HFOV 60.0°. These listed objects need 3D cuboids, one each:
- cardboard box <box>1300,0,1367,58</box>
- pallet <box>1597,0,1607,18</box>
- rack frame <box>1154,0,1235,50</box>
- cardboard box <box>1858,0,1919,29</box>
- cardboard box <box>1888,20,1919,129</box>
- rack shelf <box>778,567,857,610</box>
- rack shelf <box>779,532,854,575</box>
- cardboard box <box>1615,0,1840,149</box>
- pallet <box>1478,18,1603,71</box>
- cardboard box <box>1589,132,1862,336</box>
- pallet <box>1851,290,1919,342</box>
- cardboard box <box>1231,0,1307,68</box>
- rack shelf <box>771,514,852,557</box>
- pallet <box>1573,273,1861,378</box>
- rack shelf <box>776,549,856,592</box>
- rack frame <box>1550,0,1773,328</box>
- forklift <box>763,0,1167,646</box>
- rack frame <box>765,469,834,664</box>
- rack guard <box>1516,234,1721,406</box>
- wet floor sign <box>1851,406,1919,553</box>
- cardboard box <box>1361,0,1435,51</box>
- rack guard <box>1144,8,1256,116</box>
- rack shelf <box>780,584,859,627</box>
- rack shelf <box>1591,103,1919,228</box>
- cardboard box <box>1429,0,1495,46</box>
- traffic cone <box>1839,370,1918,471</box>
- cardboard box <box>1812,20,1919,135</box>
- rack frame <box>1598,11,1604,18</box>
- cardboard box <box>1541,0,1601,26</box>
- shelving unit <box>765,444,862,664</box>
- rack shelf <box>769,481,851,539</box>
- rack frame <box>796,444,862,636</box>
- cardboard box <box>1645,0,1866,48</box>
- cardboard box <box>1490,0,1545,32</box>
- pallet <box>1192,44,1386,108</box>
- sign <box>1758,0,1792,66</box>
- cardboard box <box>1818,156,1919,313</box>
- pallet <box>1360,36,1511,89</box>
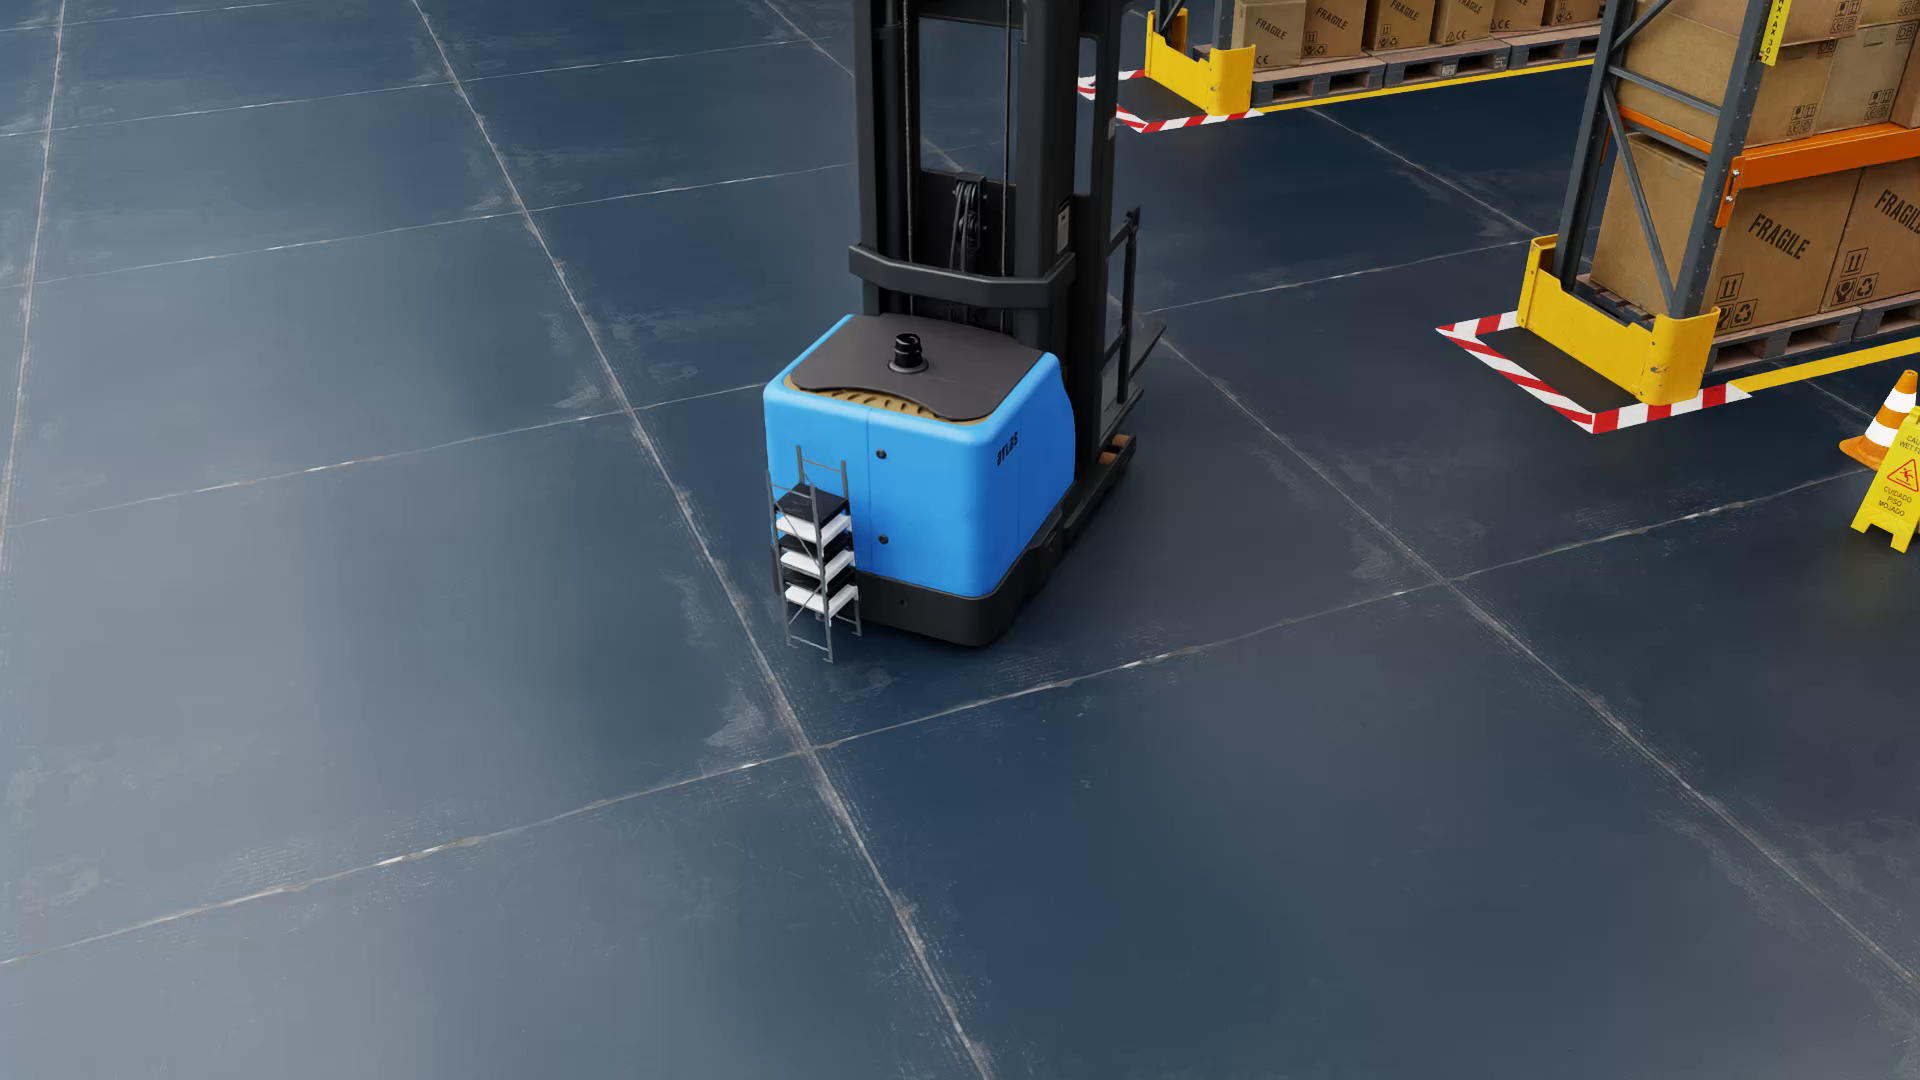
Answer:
[{"bbox_3d":[2.923,-4.203,13.366,0.500,0.500,0.500,-4,33,-6],"label":"cardboard box"},{"bbox_3d":[6.209,-4.649,14.701,1.213,0.211,1.003,-13,35,-19],"label":"pallet"},{"bbox_3d":[1.803,-4.808,12.389,0.127,3.000,1.000,-13,35,-19],"label":"rack frame"},{"bbox_3d":[4.459,-3.029,8.528,0.550,0.550,0.875,-13,35,-19],"label":"cardboard box"},{"bbox_3d":[5.018,-2.639,8.917,0.550,0.550,0.875,-13,35,-19],"label":"cardboard box"},{"bbox_3d":[-0.588,0.166,6.883,0.258,0.077,0.200,19,42,26],"label":"rack shelf"},{"bbox_3d":[-0.594,0.022,6.776,0.258,0.077,0.200,19,42,26],"label":"rack shelf"},{"bbox_3d":[3.955,-2.456,8.637,0.550,0.550,0.875,-13,35,-19],"label":"cardboard box"},{"bbox_3d":[4.886,-4.324,14.202,1.213,0.211,1.003,-13,35,-19],"label":"pallet"},{"bbox_3d":[4.230,-1.754,9.259,0.875,0.875,0.875,-13,35,-19],"label":"cardboard box"},{"bbox_3d":[5.460,-1.587,9.996,1.213,0.211,1.003,-13,35,-19],"label":"pallet"},{"bbox_3d":[2.385,-4.060,13.146,0.500,0.500,0.500,-7,34,-10],"label":"cardboard box"},{"bbox_3d":[-0.598,-0.051,6.723,0.258,0.077,0.200,19,42,26],"label":"rack shelf"},{"bbox_3d":[4.337,-1.332,9.603,1.213,0.211,1.003,-13,35,-19],"label":"pallet"},{"bbox_3d":[-0.591,0.094,6.830,0.258,0.077,0.200,19,42,26],"label":"rack shelf"},{"bbox_3d":[3.630,-2.292,8.523,0.127,3.000,1.000,-13,35,-19],"label":"rack frame"},{"bbox_3d":[0.233,-1.578,7.487,1.130,2.935,3.031,13,35,20],"label":"forklift"},{"bbox_3d":[-0.646,0.120,6.742,0.240,0.900,0.006,19,42,26],"label":"rack frame"},{"bbox_3d":[3.608,-1.240,9.197,0.348,0.500,1.175,-13,35,-19],"label":"rack guard"},{"bbox_3d":[4.370,-0.304,7.625,0.232,0.644,0.267,-19,38,-27],"label":"wet floor sign"},{"bbox_3d":[3.508,-4.326,13.555,0.500,0.500,0.500,-10,34,-14],"label":"cardboard box"},{"bbox_3d":[1.873,-3.776,13.095,0.348,0.500,1.175,-13,35,-19],"label":"rack guard"},{"bbox_3d":[-0.584,0.239,6.937,0.258,0.077,0.200,19,42,26],"label":"rack shelf"},{"bbox_3d":[5.474,-2.413,9.368,4.000,0.370,1.077,-13,35,-19],"label":"rack shelf"},{"bbox_3d":[4.040,-4.421,13.701,0.500,0.500,0.500,-16,36,-23],"label":"cardboard box"},{"bbox_3d":[4.670,-0.627,8.290,0.334,0.463,0.336,-13,35,-19],"label":"traffic cone"},{"bbox_3d":[4.453,-2.584,8.833,0.550,0.550,0.875,-13,35,-19],"label":"cardboard box"},{"bbox_3d":[5.491,-5.652,13.687,0.127,3.000,1.000,-13,35,-19],"label":"rack frame"},{"bbox_3d":[5.107,-4.716,14.155,0.500,0.500,0.500,-14,36,-20],"label":"cardboard box"},{"bbox_3d":[-0.592,0.067,6.810,0.258,0.900,0.210,19,42,26],"label":"shelving unit"},{"bbox_3d":[-0.601,-0.123,6.669,0.258,0.077,0.200,19,42,26],"label":"rack shelf"},{"bbox_3d":[-0.538,0.014,6.878,0.240,0.900,0.006,19,42,26],"label":"rack frame"},{"bbox_3d":[3.987,-2.867,8.278,0.550,0.550,0.875,-13,35,-19],"label":"cardboard box"},{"bbox_3d":[4.582,-4.592,13.963,0.500,0.500,0.500,-2,33,-4],"label":"cardboard box"},{"bbox_3d":[2.636,-3.809,13.410,1.213,0.211,1.003,-13,35,-19],"label":"pallet"},{"bbox_3d":[3.839,-2.408,7.834,0.005,0.325,0.100,-13,35,-19],"label":"sign"},{"bbox_3d":[5.040,-1.941,9.546,0.875,0.875,0.875,-13,35,-20],"label":"cardboard box"},{"bbox_3d":[3.759,-4.064,13.803,1.213,0.211,1.003,-13,35,-19],"label":"pallet"}]
